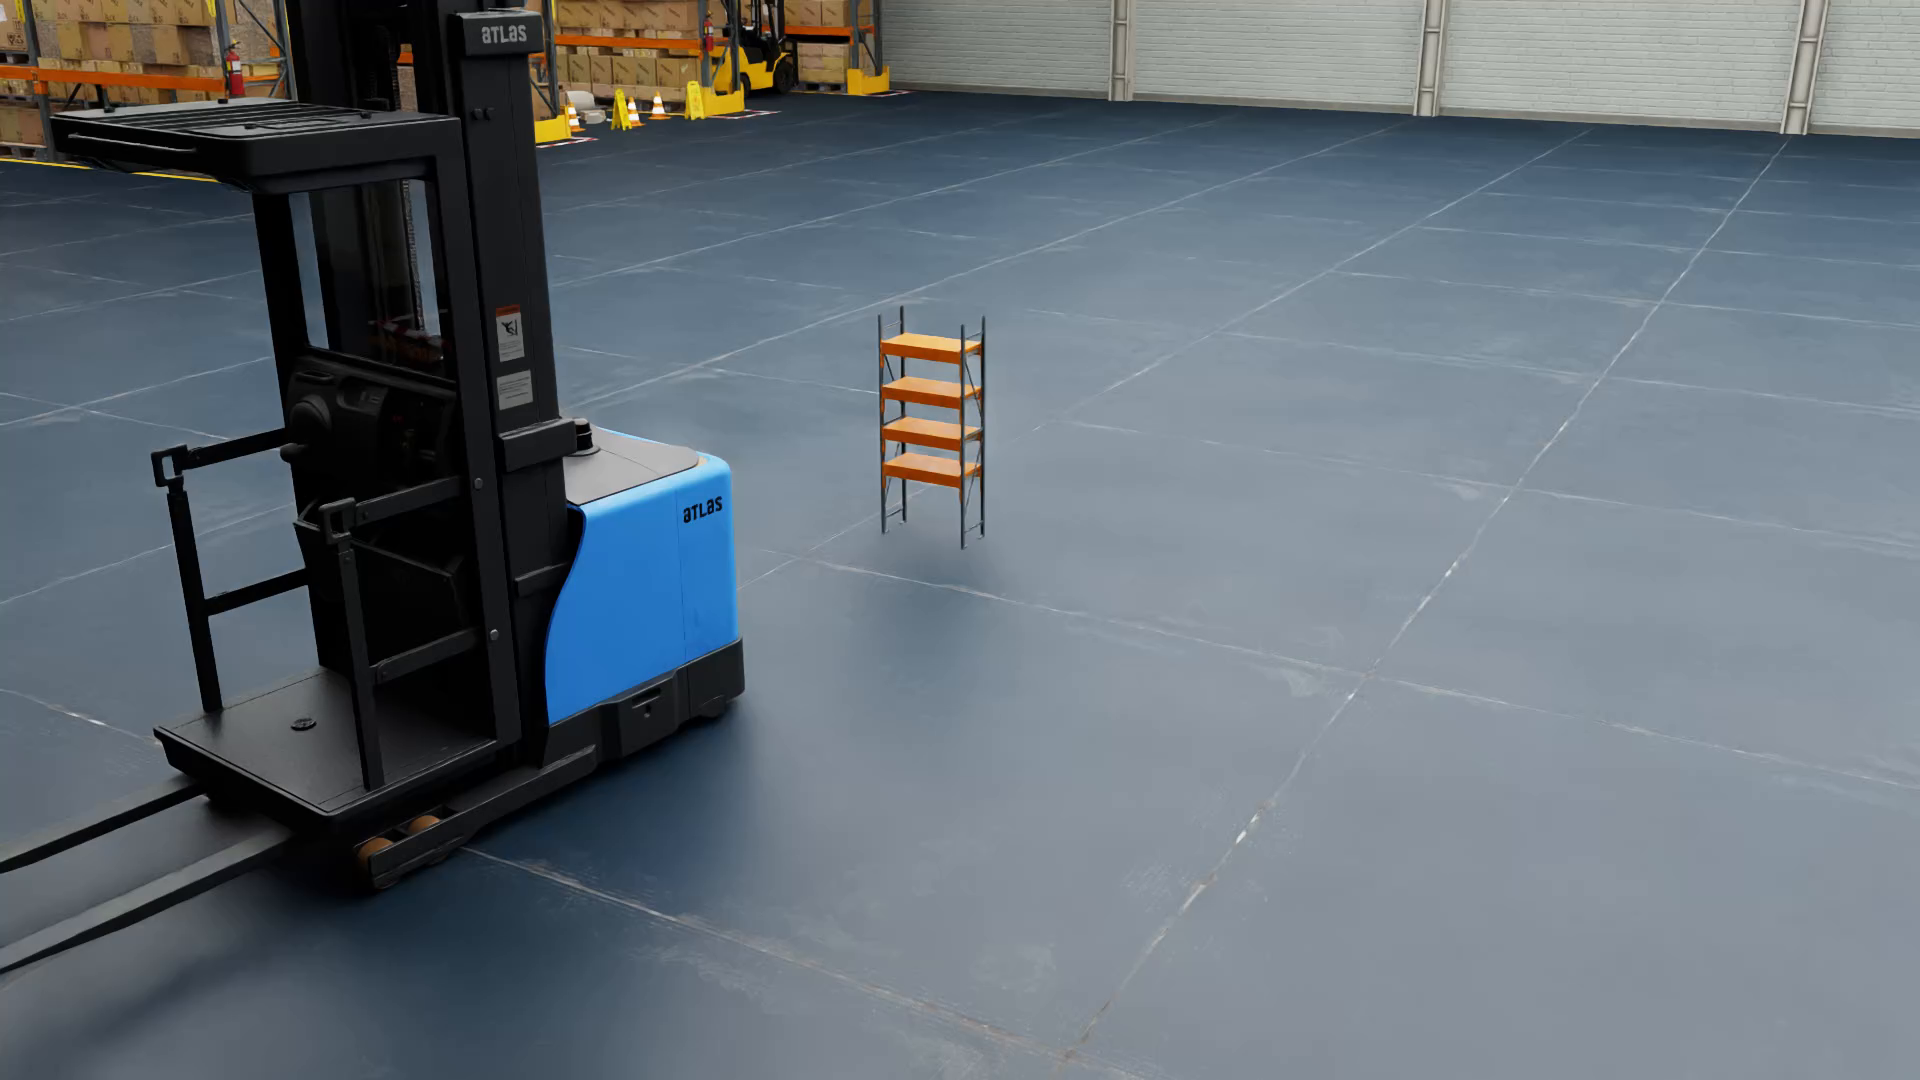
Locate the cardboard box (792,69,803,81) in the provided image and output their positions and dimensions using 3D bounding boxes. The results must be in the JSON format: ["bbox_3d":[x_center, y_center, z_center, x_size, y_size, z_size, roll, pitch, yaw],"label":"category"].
[{"bbox_3d":[-3.336,-9.731,34.710,0.500,0.250,0.500,11,23,28],"label":"cardboard box"}]

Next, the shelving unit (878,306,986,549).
[{"bbox_3d":[-0.145,-0.592,8.736,0.503,1.200,0.258,11,23,27],"label":"shelving unit"}]

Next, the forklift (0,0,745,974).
[{"bbox_3d":[-2.185,-0.389,5.640,1.130,2.935,3.031,14,24,34],"label":"forklift"}]

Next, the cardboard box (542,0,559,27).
[{"bbox_3d":[-7.571,-9.889,31.145,0.500,0.500,0.500,11,23,27],"label":"cardboard box"}]

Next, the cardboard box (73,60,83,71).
[{"bbox_3d":[-11.945,-6.547,22.883,0.250,0.149,0.380,11,23,27],"label":"cardboard box"}]

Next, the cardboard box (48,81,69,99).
[{"bbox_3d":[-16.614,-8.519,31.000,0.500,0.500,0.500,12,23,29],"label":"cardboard box"}]

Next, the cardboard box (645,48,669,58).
[{"bbox_3d":[-5.507,-8.852,30.234,0.250,0.149,0.380,12,23,29],"label":"cardboard box"}]

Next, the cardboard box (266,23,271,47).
[{"bbox_3d":[-11.614,-8.590,28.000,0.500,0.500,0.500,11,23,28],"label":"cardboard box"}]

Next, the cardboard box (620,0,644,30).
[{"bbox_3d":[-5.806,-9.557,30.229,0.500,0.500,0.500,11,23,27],"label":"cardboard box"}]

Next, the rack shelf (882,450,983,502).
[{"bbox_3d":[-0.145,-0.342,8.827,0.480,0.148,0.258,11,23,27],"label":"rack shelf"}]

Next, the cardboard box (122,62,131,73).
[{"bbox_3d":[-11.055,-6.391,22.453,0.250,0.149,0.380,11,23,27],"label":"cardboard box"}]

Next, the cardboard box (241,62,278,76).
[{"bbox_3d":[-9.293,-6.243,22.045,0.250,0.149,0.380,11,23,27],"label":"cardboard box"}]

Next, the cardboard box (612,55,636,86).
[{"bbox_3d":[-6.049,-8.678,30.705,0.500,0.500,0.500,10,22,26],"label":"cardboard box"}]

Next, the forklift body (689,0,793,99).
[{"bbox_3d":[-4.455,-10.044,33.401,1.214,2.155,2.313,11,23,27],"label":"forklift body"}]

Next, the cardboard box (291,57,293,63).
[{"bbox_3d":[-13.431,-10.160,34.975,0.875,0.875,0.875,12,23,29],"label":"cardboard box"}]

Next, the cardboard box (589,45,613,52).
[{"bbox_3d":[-7.782,-10.869,37.295,0.625,0.625,0.875,12,23,29],"label":"cardboard box"}]

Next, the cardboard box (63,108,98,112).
[{"bbox_3d":[-12.323,-5.852,23.648,0.500,0.500,0.500,10,22,26],"label":"cardboard box"}]

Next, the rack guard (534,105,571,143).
[{"bbox_3d":[-6.632,-6.523,26.115,0.348,0.500,1.175,11,23,27],"label":"rack guard"}]

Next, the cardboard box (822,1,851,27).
[{"bbox_3d":[-2.468,-10.722,33.877,0.500,0.500,0.500,10,22,26],"label":"cardboard box"}]

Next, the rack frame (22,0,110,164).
[{"bbox_3d":[-12.653,-6.908,23.510,0.127,3.000,1.000,11,23,27],"label":"rack frame"}]

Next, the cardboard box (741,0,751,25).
[{"bbox_3d":[-4.237,-11.066,34.827,0.500,0.500,0.500,11,22,27],"label":"cardboard box"}]

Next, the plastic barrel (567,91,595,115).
[{"bbox_3d":[-6.869,-7.875,29.953,0.512,0.421,0.421,-7,21,-20],"label":"plastic barrel"}]

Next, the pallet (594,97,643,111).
[{"bbox_3d":[-6.147,-8.243,31.281,1.213,0.211,1.003,11,23,27],"label":"pallet"}]

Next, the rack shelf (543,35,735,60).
[{"bbox_3d":[-6.074,-9.187,30.849,4.000,0.370,1.077,11,23,27],"label":"rack shelf"}]

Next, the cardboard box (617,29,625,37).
[{"bbox_3d":[-6.083,-9.333,30.564,0.250,0.149,0.380,11,23,27],"label":"cardboard box"}]

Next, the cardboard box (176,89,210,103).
[{"bbox_3d":[-13.150,-8.045,29.327,0.750,0.750,1.050,10,22,27],"label":"cardboard box"}]

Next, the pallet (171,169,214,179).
[{"bbox_3d":[-9.919,-5.090,22.588,1.213,0.211,1.003,11,23,27],"label":"pallet"}]

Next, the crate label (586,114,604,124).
[{"bbox_3d":[-6.293,-7.260,28.678,0.298,0.136,0.250,0,20,-1],"label":"crate label"}]

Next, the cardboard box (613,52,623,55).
[{"bbox_3d":[-6.281,-8.928,31.396,0.500,0.500,0.500,12,23,30],"label":"cardboard box"}]

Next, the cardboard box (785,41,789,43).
[{"bbox_3d":[-3.797,-10.280,34.757,0.500,0.250,0.500,10,22,26],"label":"cardboard box"}]

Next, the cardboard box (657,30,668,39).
[{"bbox_3d":[-5.247,-9.131,30.008,0.250,0.149,0.380,10,22,26],"label":"cardboard box"}]

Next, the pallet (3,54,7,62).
[{"bbox_3d":[-14.396,-7.166,24.502,1.213,0.211,1.003,11,23,27],"label":"pallet"}]

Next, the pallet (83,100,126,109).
[{"bbox_3d":[-15.380,-8.056,30.763,1.213,0.211,1.003,11,23,27],"label":"pallet"}]

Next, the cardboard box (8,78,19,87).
[{"bbox_3d":[-17.802,-8.694,31.563,0.250,0.149,0.380,10,22,25],"label":"cardboard box"}]

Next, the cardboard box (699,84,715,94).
[{"bbox_3d":[-4.897,-8.314,30.803,0.500,0.250,0.500,11,22,27],"label":"cardboard box"}]

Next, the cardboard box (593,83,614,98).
[{"bbox_3d":[-6.500,-8.412,31.071,0.500,0.250,0.500,10,22,27],"label":"cardboard box"}]

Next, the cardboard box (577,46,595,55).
[{"bbox_3d":[-6.907,-9.118,30.969,0.250,0.149,0.380,12,23,29],"label":"cardboard box"}]

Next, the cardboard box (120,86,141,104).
[{"bbox_3d":[-14.791,-8.174,30.051,0.500,0.500,0.500,12,23,29],"label":"cardboard box"}]

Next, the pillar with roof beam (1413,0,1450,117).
[{"bbox_3d":[6.298,-10.598,24.886,0.400,9.000,9.100,11,23,27],"label":"pillar with roof beam"}]

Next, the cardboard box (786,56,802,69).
[{"bbox_3d":[-3.381,-9.965,34.621,0.500,0.250,0.500,10,22,26],"label":"cardboard box"}]

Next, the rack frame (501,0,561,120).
[{"bbox_3d":[-6.653,-7.702,25.700,0.127,3.000,1.000,11,23,27],"label":"rack frame"}]

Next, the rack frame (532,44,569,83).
[{"bbox_3d":[-7.820,-9.858,31.643,0.127,3.000,1.000,11,23,27],"label":"rack frame"}]

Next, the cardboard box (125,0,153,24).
[{"bbox_3d":[-10.636,-7.083,21.943,0.500,0.500,0.500,11,23,27],"label":"cardboard box"}]

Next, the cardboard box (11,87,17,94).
[{"bbox_3d":[-17.824,-8.587,31.704,0.250,0.149,0.380,12,23,29],"label":"cardboard box"}]

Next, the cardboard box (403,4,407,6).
[{"bbox_3d":[-8.432,-8.601,26.373,0.500,0.550,0.875,11,23,27],"label":"cardboard box"}]

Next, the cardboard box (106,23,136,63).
[{"bbox_3d":[-10.969,-6.759,22.517,0.500,0.500,0.875,11,23,27],"label":"cardboard box"}]

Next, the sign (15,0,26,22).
[{"bbox_3d":[-12.920,-7.286,22.855,0.005,0.325,0.100,11,23,27],"label":"sign"}]

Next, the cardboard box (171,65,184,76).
[{"bbox_3d":[-10.182,-6.225,21.995,0.250,0.149,0.380,11,23,27],"label":"cardboard box"}]

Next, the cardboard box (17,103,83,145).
[{"bbox_3d":[-13.178,-6.048,24.160,0.500,0.500,0.700,9,22,23],"label":"cardboard box"}]

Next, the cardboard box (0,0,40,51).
[{"bbox_3d":[-13.278,-7.561,23.815,1.000,1.000,1.000,11,23,28],"label":"cardboard box"}]

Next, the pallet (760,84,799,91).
[{"bbox_3d":[-3.659,-9.678,35.236,1.213,0.211,1.003,11,23,27],"label":"pallet"}]

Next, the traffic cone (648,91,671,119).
[{"bbox_3d":[-5.332,-7.688,29.380,0.334,0.463,0.336,11,23,27],"label":"traffic cone"}]

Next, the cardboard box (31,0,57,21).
[{"bbox_3d":[-12.384,-7.414,22.857,0.500,0.500,0.500,11,23,27],"label":"cardboard box"}]

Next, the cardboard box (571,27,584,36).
[{"bbox_3d":[-7.010,-9.479,30.966,0.250,0.149,0.380,12,23,29],"label":"cardboard box"}]

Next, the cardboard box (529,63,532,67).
[{"bbox_3d":[-9.800,-11.117,38.162,0.500,0.500,0.500,10,22,26],"label":"cardboard box"}]
